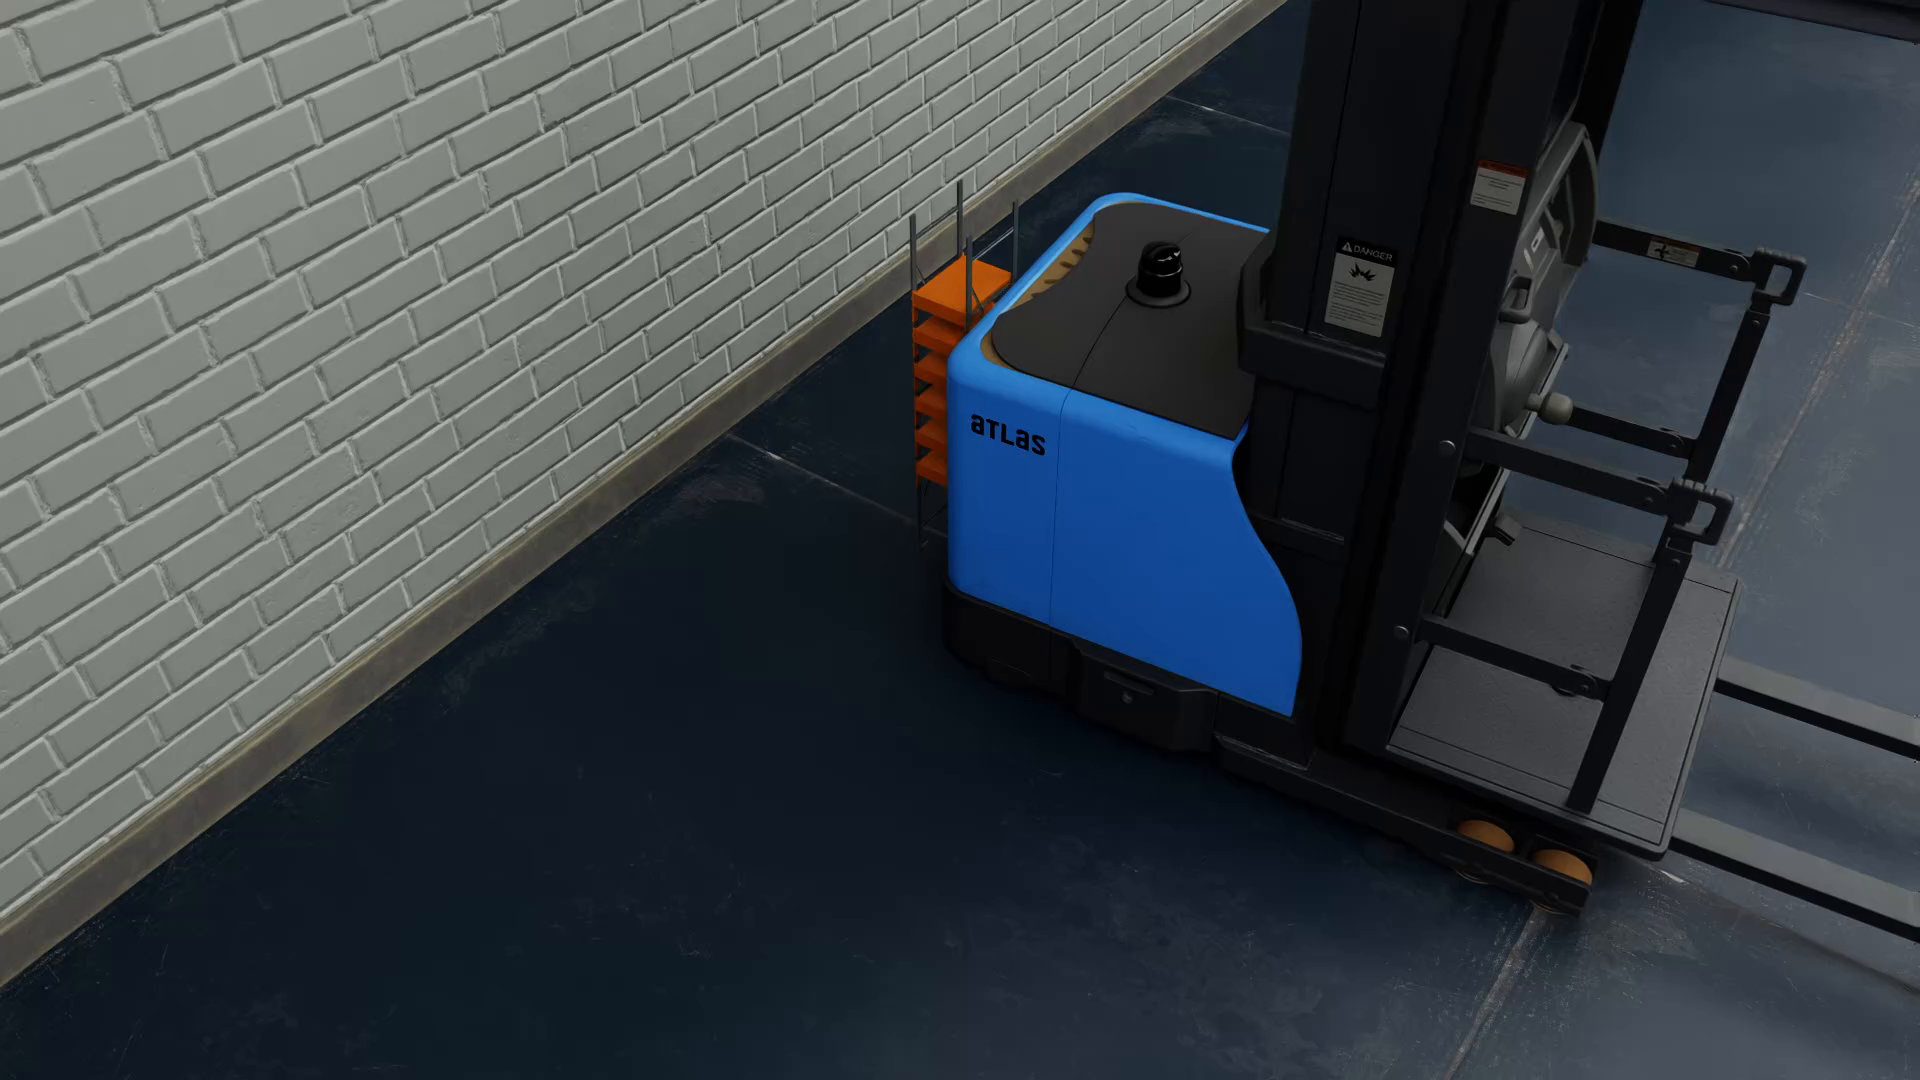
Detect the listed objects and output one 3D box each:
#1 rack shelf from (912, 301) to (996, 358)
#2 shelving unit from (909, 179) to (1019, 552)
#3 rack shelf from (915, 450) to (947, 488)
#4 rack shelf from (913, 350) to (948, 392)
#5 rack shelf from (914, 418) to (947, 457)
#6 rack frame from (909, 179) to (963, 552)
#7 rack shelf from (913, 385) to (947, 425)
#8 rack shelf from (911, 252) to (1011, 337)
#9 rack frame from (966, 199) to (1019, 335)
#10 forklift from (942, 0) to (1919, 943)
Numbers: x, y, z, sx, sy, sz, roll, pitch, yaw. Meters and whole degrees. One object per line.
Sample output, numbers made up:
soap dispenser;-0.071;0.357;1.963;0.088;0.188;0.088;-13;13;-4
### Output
rack shelf;0.012;-0.587;4.713;0.180;0.103;0.258;25;48;25
shelving unit;0.012;-0.442;4.844;0.189;1.200;0.258;25;48;25
rack shelf;0.012;-0.230;5.033;0.180;0.103;0.258;25;48;25
rack shelf;0.012;-0.498;4.793;0.180;0.103;0.258;25;48;25
rack shelf;0.012;-0.319;4.953;0.180;0.103;0.258;25;48;25
rack frame;-0.063;-0.477;4.883;0.006;1.200;0.240;25;48;25
rack shelf;0.012;-0.408;4.873;0.180;0.103;0.258;25;48;25
rack shelf;0.012;-0.677;4.633;0.180;0.103;0.258;25;48;25
rack frame;0.087;-0.407;4.805;0.006;1.200;0.240;25;48;25
forklift;1.493;-0.558;3.676;3.031;2.935;1.130;20;46;21
